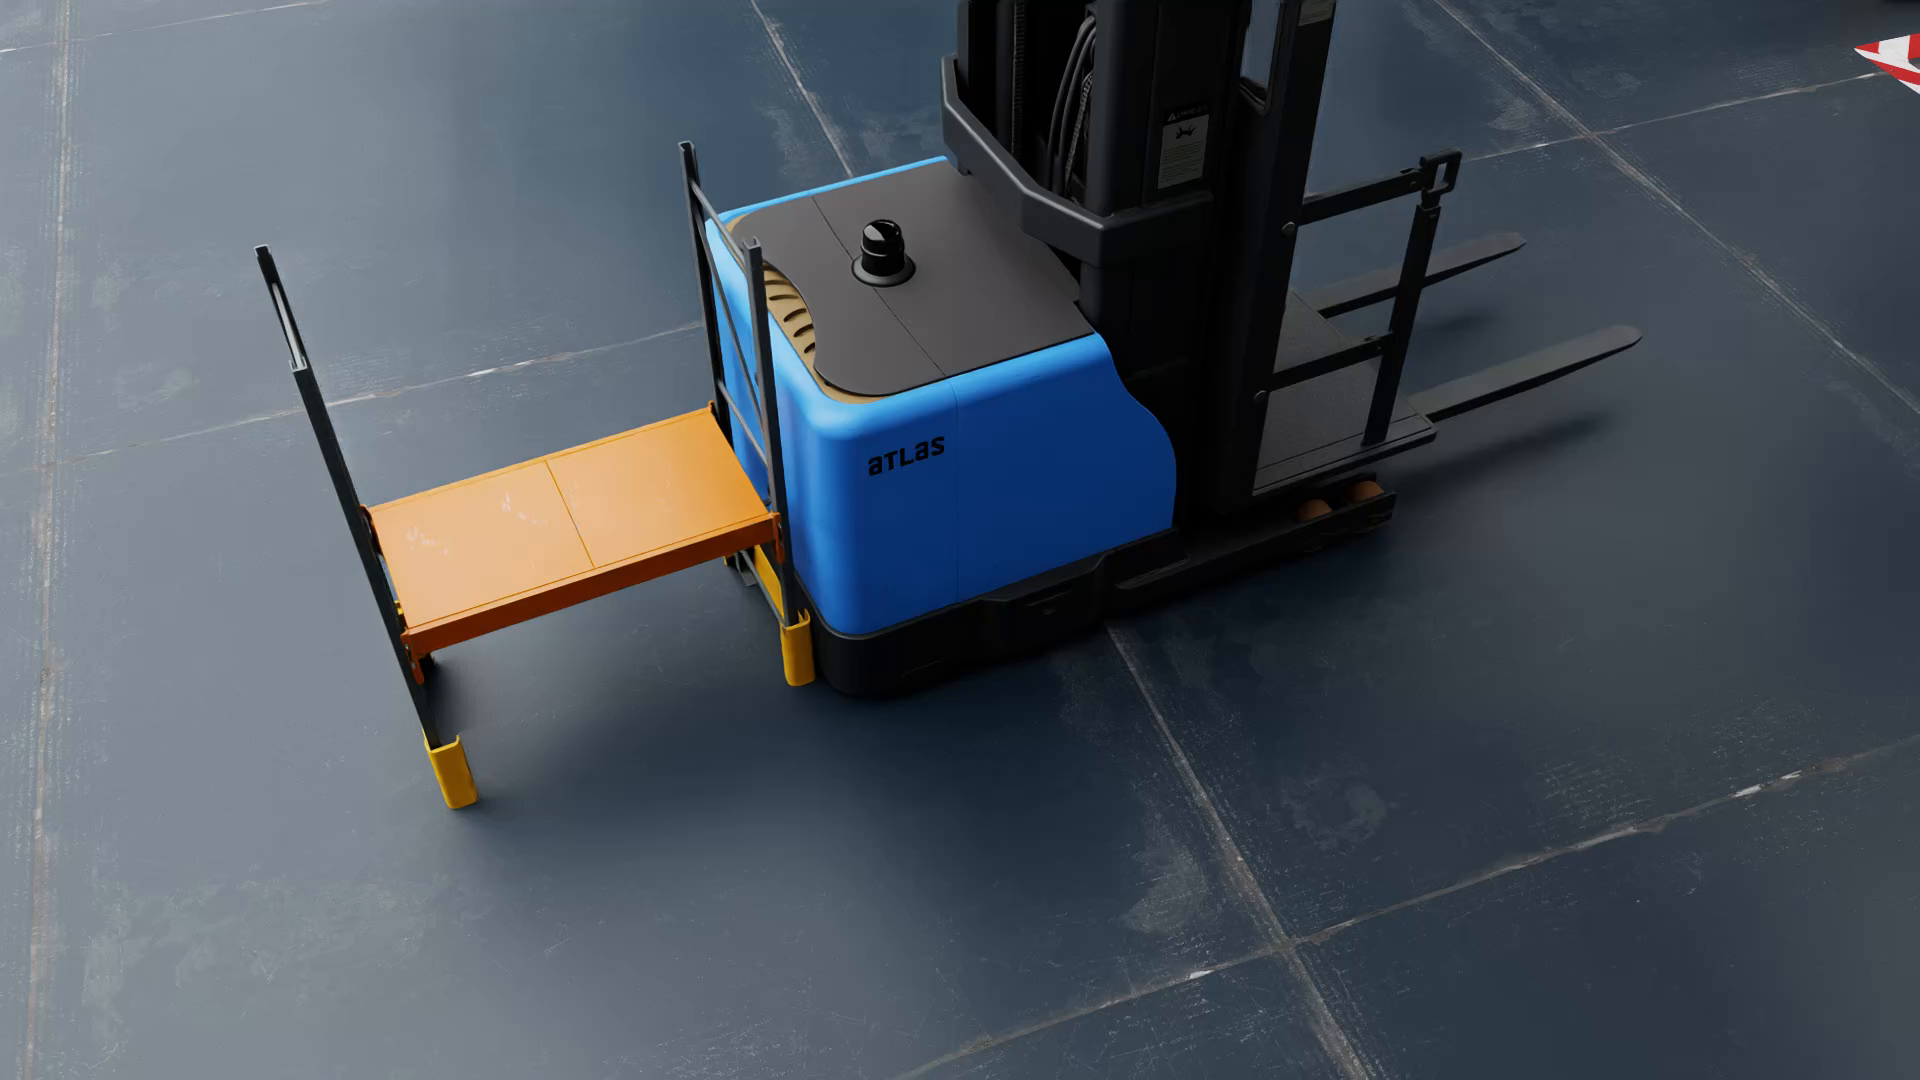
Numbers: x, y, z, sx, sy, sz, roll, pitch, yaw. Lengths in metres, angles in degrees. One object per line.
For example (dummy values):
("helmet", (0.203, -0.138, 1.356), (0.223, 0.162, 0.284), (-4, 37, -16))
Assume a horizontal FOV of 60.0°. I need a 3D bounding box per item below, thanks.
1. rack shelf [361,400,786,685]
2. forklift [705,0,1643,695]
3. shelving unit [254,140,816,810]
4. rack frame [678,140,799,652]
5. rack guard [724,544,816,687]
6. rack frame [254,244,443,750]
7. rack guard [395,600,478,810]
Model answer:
("rack shelf", (-1.034, -0.015, 4.460), (1.000, 0.185, 0.538), (-19, 48, -18))
("forklift", (0.804, -1.317, 4.493), (3.031, 2.935, 1.130), (-19, 48, -18))
("shelving unit", (-1.026, -0.145, 4.335), (1.083, 1.500, 0.587), (-19, 48, -18))
("rack frame", (-0.576, -0.298, 4.488), (0.032, 1.500, 0.500), (-19, 48, -18))
("rack guard", (-0.577, 0.144, 4.930), (0.087, 0.250, 0.587), (-19, 48, -18))
("rack frame", (-1.492, 0.014, 4.177), (0.032, 1.500, 0.500), (-19, 48, -18))
("rack guard", (-1.475, 0.449, 4.626), (0.087, 0.250, 0.587), (-19, 48, -18))
